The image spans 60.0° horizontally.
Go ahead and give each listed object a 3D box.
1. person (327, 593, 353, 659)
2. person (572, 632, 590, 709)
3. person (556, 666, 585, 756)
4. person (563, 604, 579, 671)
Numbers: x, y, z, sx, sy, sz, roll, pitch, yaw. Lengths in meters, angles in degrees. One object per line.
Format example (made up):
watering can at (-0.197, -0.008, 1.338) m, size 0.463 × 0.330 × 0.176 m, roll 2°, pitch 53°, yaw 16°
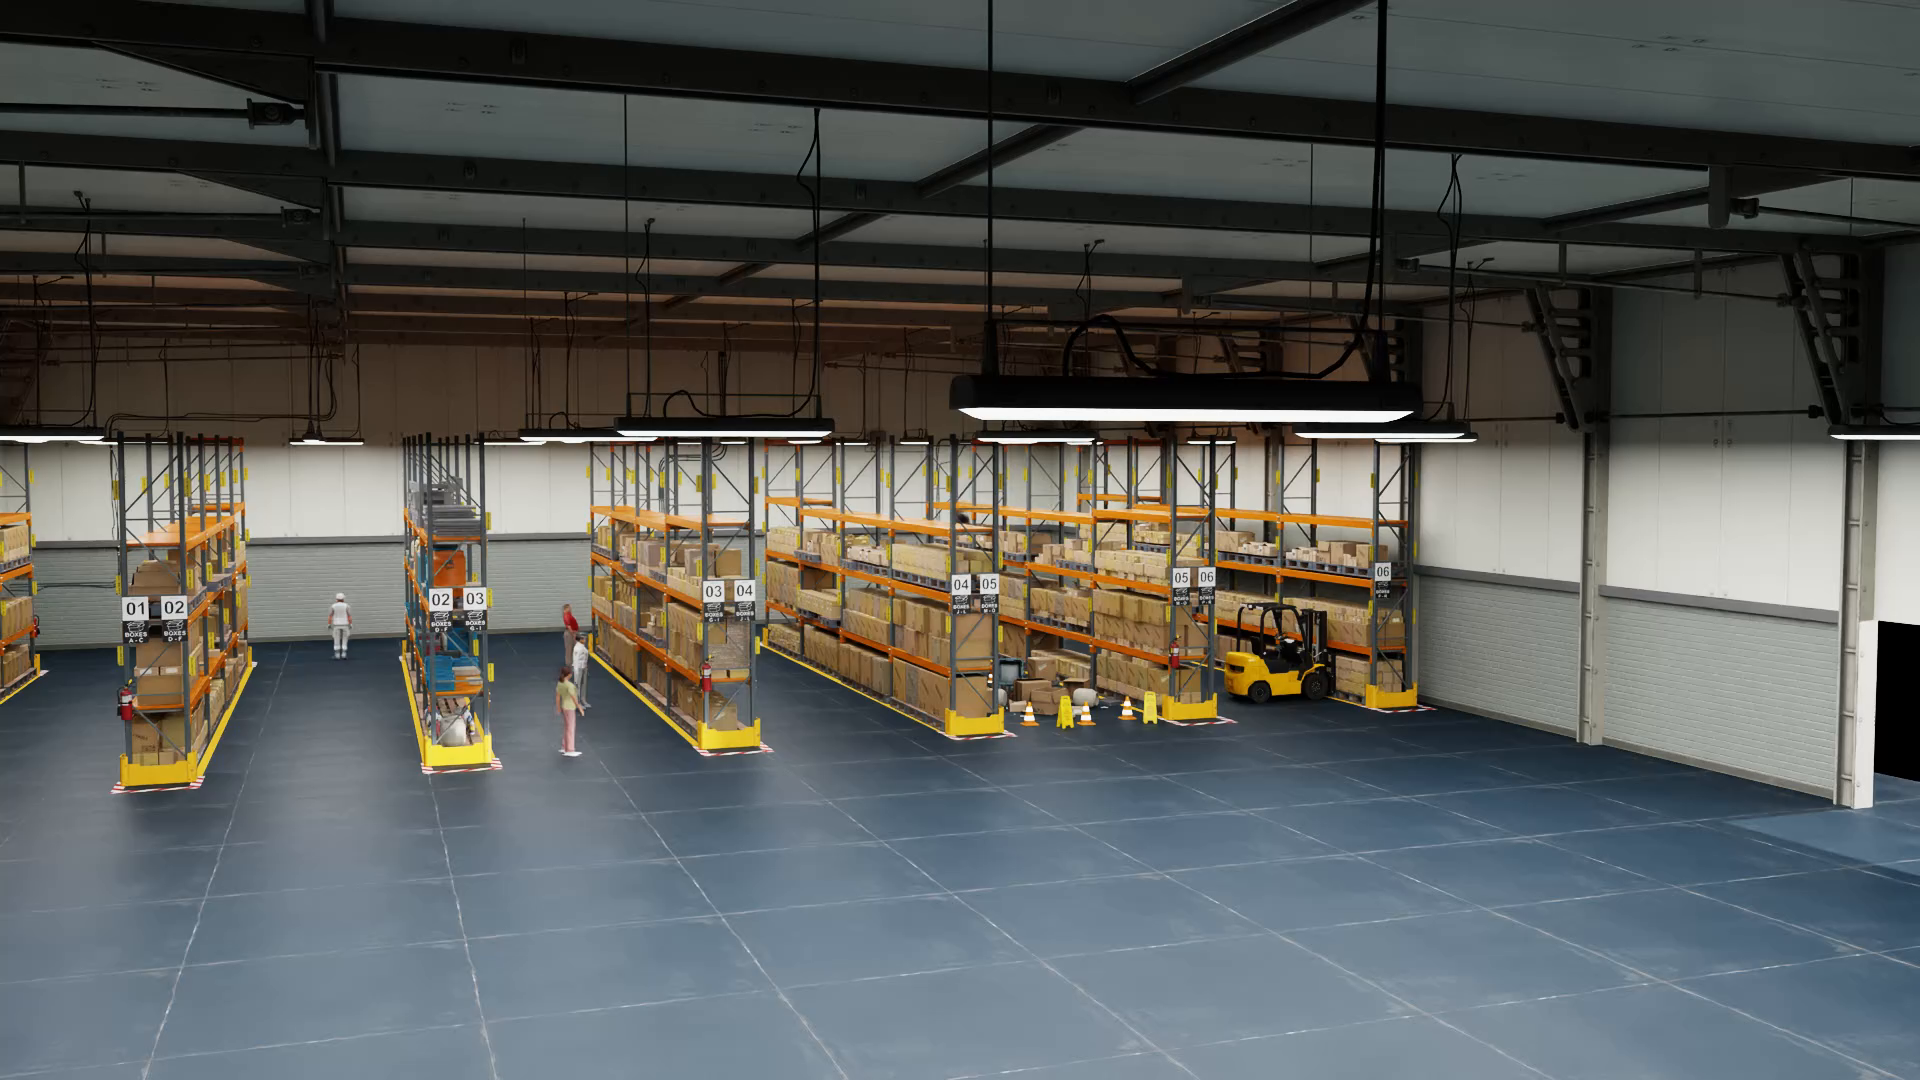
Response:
person at (-16.779, 2.348, 44.983) m, size 0.677 × 1.829 × 0.376 m, roll -1°, pitch 3°, yaw -12°
person at (-8.354, 2.865, 36.630) m, size 0.359 × 1.673 × 0.563 m, roll 0°, pitch 3°, yaw 8°
person at (-7.247, 3.192, 30.932) m, size 0.465 × 1.717 × 0.521 m, roll -1°, pitch 3°, yaw -24°
person at (-9.947, 2.518, 42.641) m, size 0.575 × 1.775 × 0.564 m, roll 1°, pitch 3°, yaw 18°
